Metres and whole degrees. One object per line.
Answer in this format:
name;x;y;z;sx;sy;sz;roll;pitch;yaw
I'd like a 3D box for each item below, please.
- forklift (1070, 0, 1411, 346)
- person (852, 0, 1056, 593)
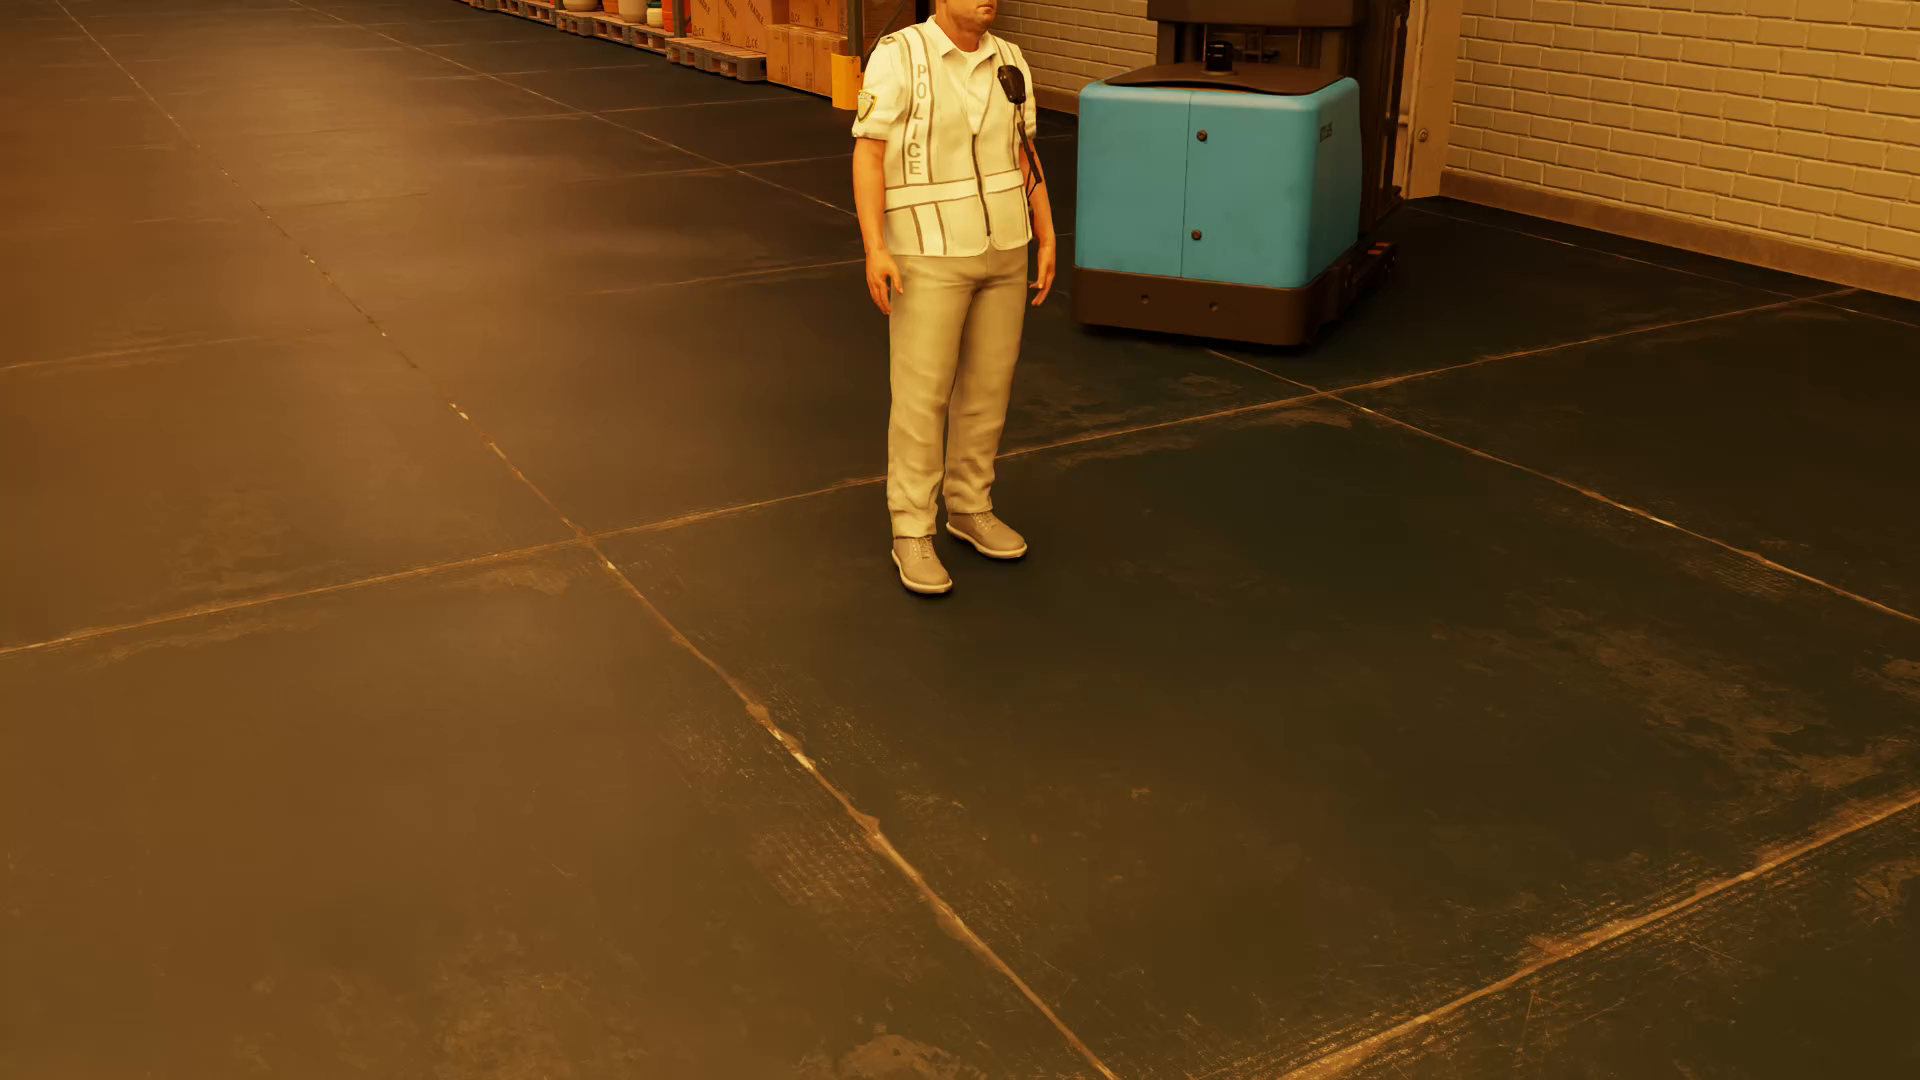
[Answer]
forklift;1.560;-2.687;7.823;1.130;2.935;3.031;10;24;23
person;0.029;-0.804;4.725;0.641;1.780;0.574;-12;25;-28
